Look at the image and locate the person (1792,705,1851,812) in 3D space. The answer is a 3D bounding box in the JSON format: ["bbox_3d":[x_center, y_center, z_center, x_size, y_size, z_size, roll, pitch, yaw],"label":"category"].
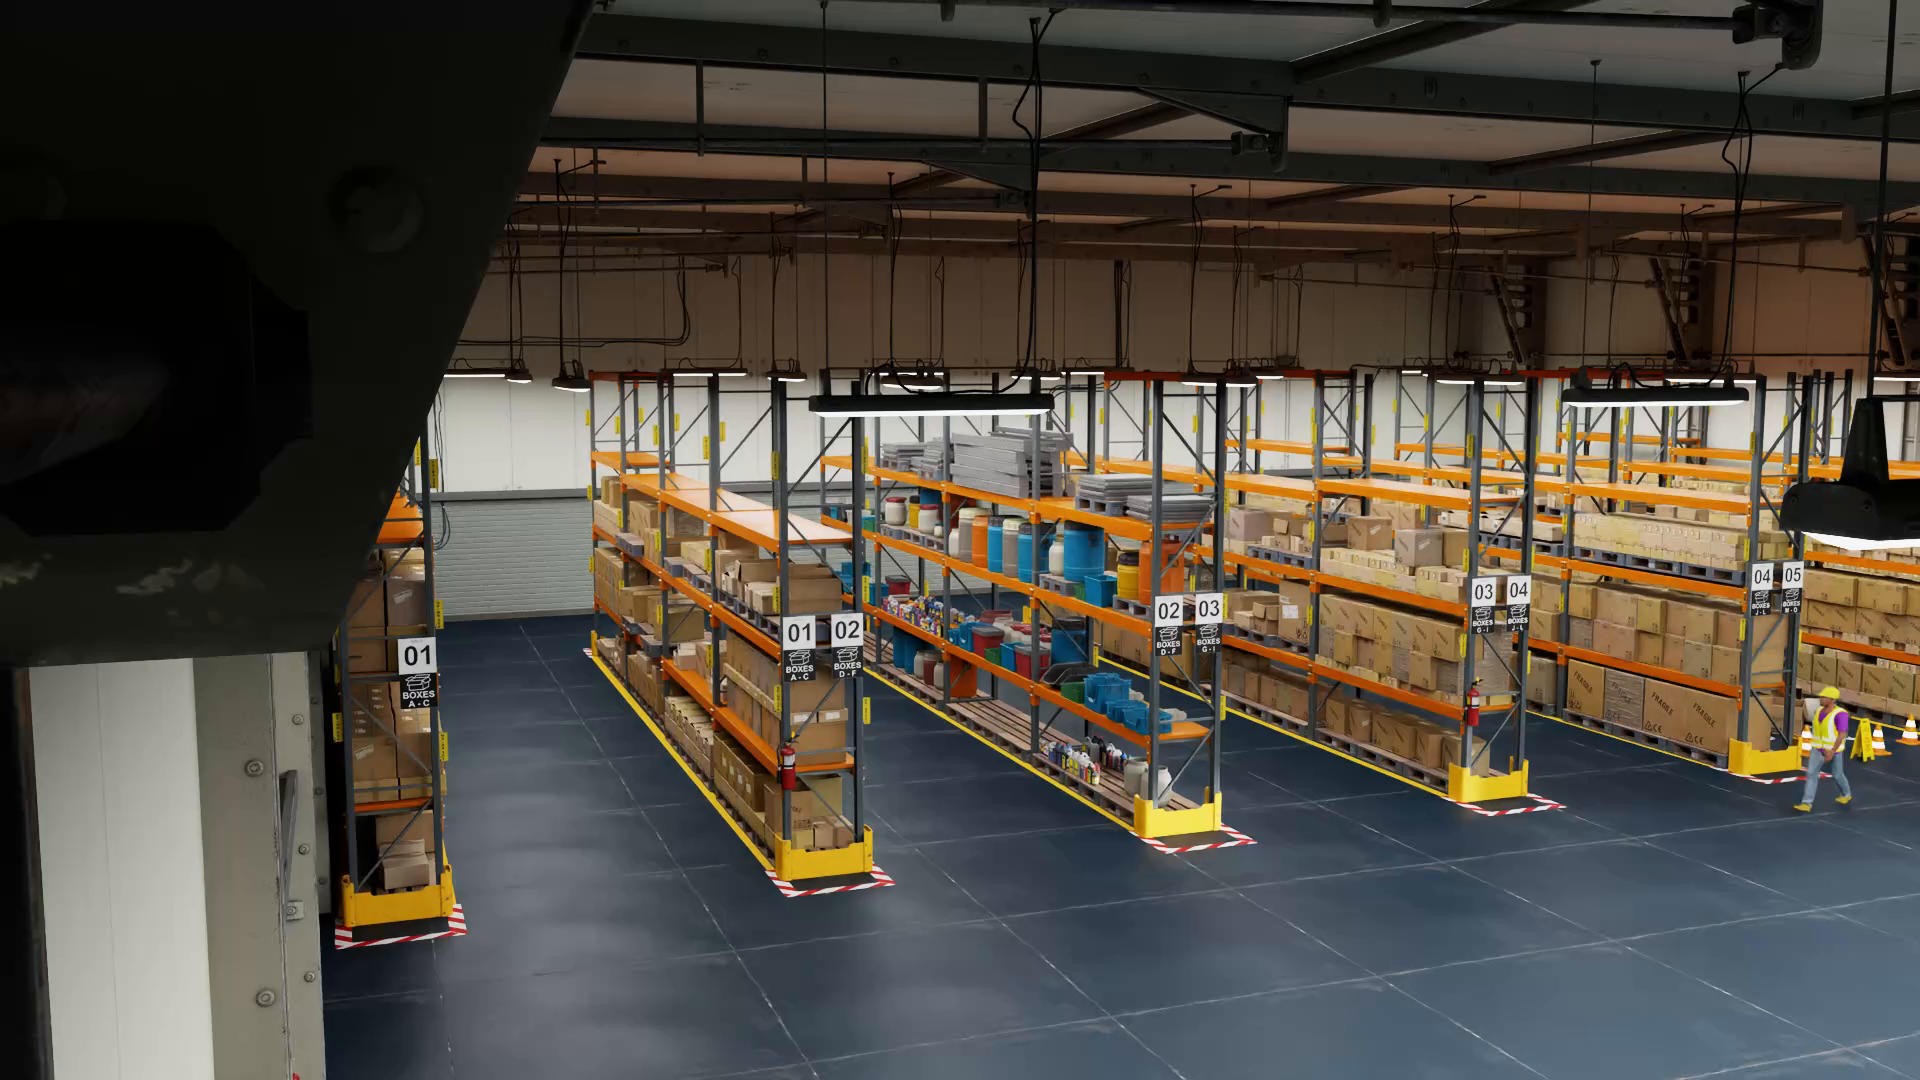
[{"bbox_3d":[12.043,3.029,23.098,1.037,1.483,0.511,-5,8,-40],"label":"person"}]
